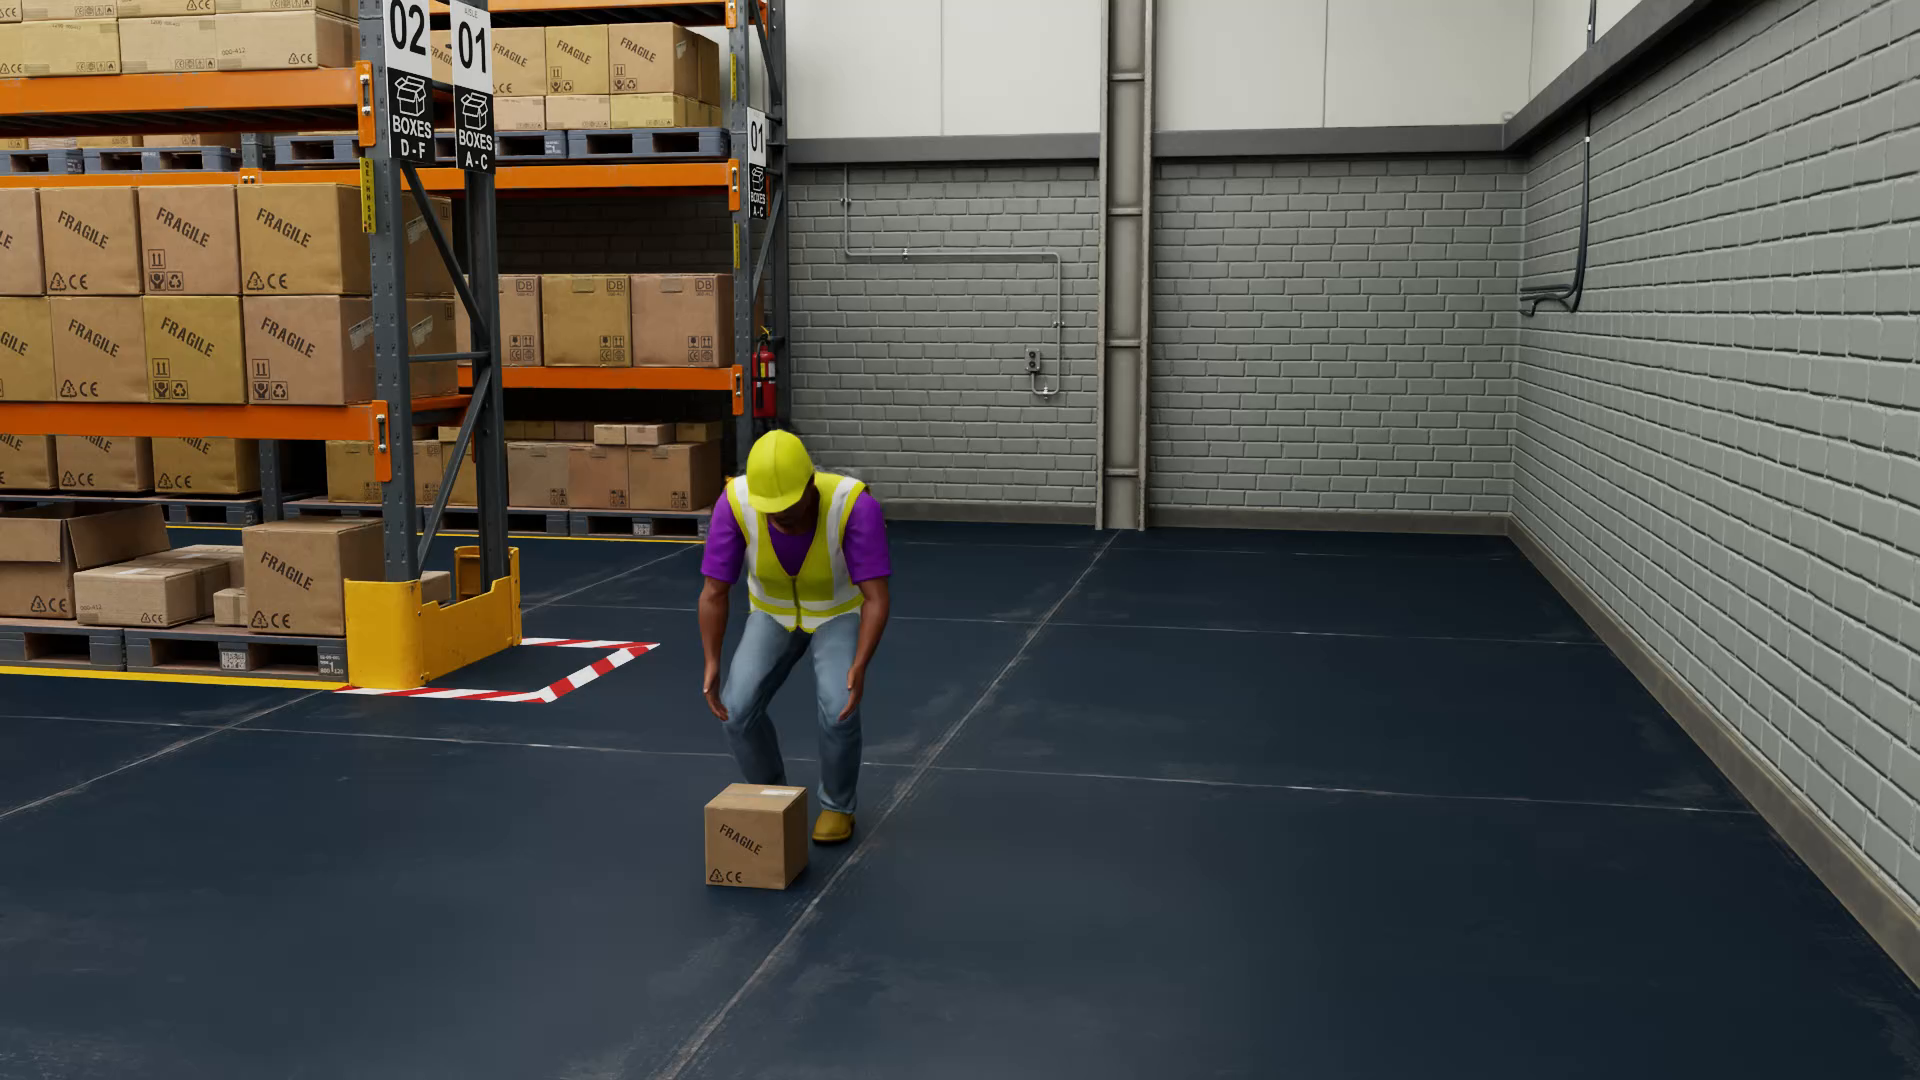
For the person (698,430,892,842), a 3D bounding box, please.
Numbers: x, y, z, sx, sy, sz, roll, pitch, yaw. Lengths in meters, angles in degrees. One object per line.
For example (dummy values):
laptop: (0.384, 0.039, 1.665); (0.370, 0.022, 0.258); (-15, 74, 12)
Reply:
person: (-0.510, 0.305, 5.460); (0.631, 1.373, 0.779); (2, 8, 11)
